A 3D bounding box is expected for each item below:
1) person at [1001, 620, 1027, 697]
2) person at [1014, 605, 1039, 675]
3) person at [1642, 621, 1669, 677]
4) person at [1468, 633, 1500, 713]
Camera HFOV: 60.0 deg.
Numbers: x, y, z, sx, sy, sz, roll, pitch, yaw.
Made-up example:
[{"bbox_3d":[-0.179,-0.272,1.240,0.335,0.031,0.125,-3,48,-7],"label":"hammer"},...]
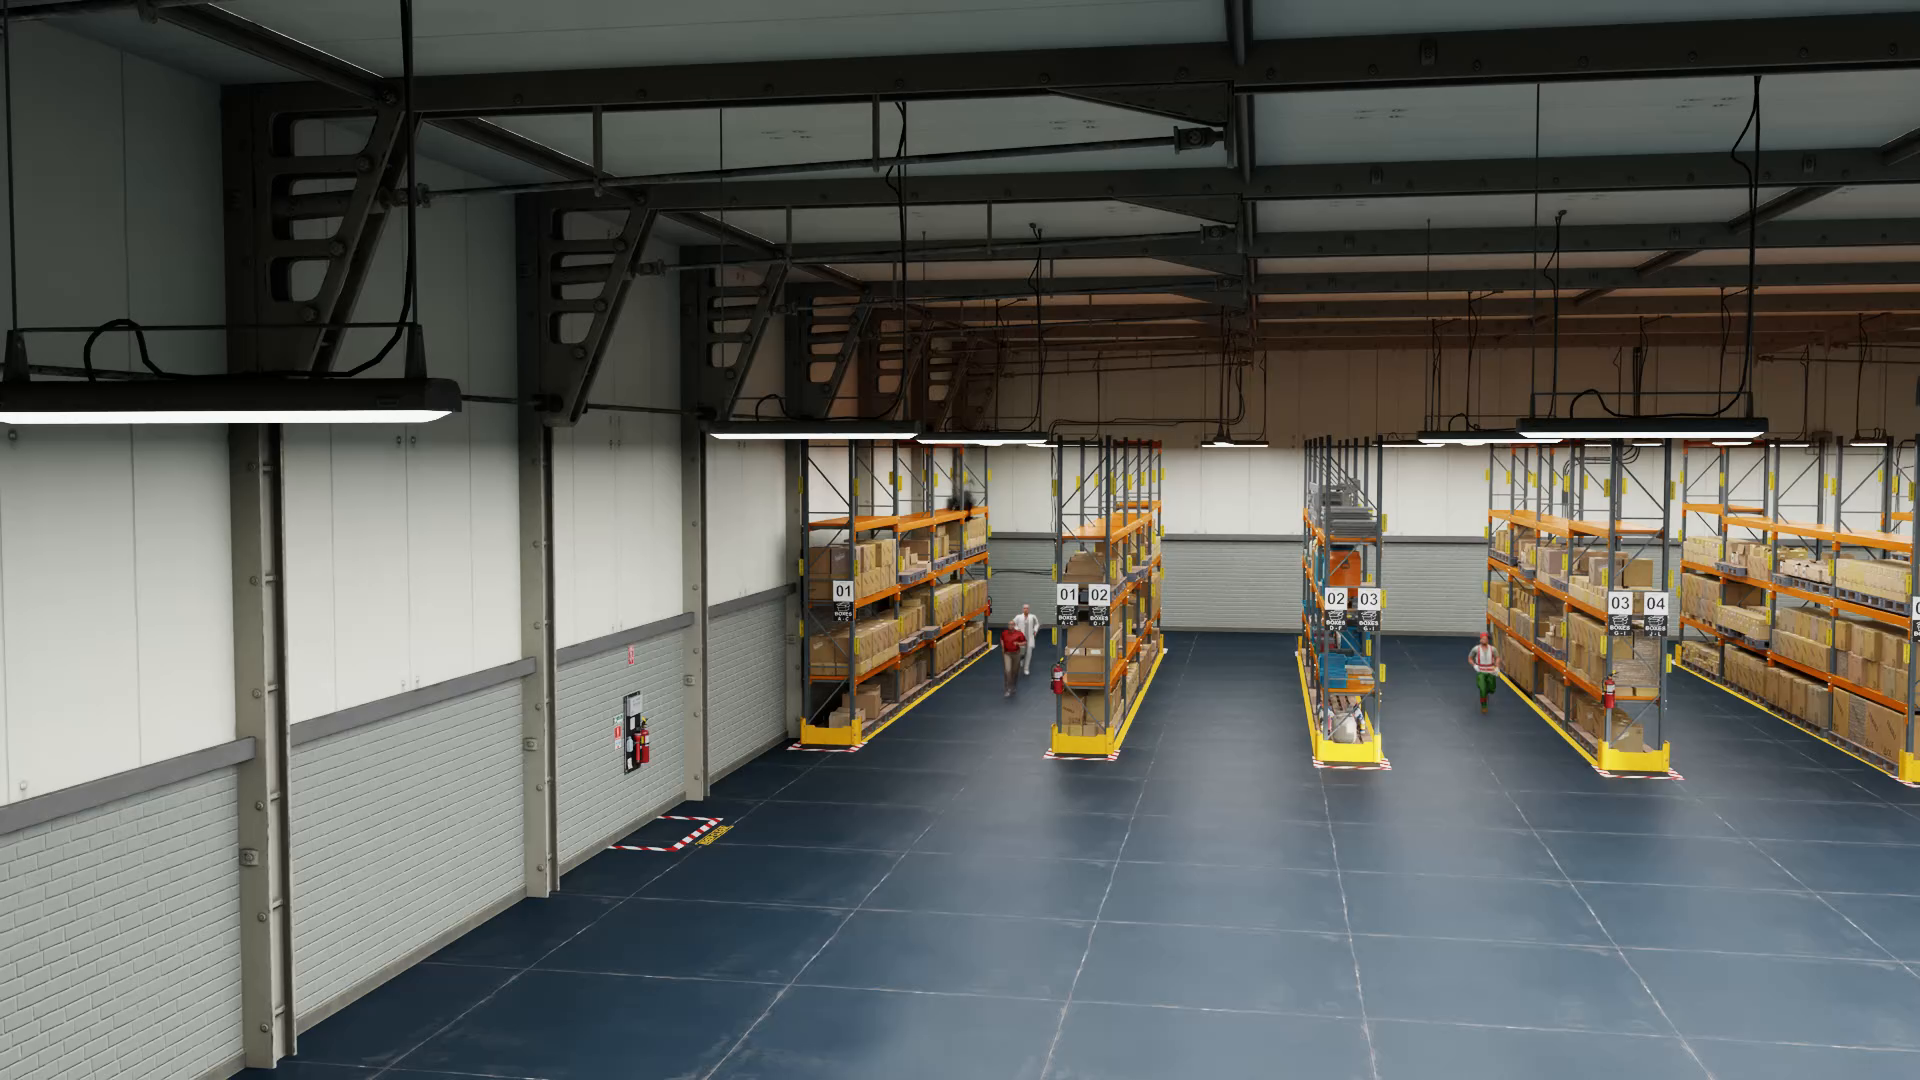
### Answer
[{"bbox_3d":[1.250,2.770,38.962,0.629,1.803,0.811,0,3,5],"label":"person"},{"bbox_3d":[1.684,2.522,42.400,0.707,1.752,0.869,0,3,-4],"label":"person"},{"bbox_3d":[17.449,2.612,41.771,0.680,1.841,0.752,1,3,16],"label":"person"},{"bbox_3d":[11.486,2.897,36.462,0.676,1.724,0.675,0,3,3],"label":"person"}]
